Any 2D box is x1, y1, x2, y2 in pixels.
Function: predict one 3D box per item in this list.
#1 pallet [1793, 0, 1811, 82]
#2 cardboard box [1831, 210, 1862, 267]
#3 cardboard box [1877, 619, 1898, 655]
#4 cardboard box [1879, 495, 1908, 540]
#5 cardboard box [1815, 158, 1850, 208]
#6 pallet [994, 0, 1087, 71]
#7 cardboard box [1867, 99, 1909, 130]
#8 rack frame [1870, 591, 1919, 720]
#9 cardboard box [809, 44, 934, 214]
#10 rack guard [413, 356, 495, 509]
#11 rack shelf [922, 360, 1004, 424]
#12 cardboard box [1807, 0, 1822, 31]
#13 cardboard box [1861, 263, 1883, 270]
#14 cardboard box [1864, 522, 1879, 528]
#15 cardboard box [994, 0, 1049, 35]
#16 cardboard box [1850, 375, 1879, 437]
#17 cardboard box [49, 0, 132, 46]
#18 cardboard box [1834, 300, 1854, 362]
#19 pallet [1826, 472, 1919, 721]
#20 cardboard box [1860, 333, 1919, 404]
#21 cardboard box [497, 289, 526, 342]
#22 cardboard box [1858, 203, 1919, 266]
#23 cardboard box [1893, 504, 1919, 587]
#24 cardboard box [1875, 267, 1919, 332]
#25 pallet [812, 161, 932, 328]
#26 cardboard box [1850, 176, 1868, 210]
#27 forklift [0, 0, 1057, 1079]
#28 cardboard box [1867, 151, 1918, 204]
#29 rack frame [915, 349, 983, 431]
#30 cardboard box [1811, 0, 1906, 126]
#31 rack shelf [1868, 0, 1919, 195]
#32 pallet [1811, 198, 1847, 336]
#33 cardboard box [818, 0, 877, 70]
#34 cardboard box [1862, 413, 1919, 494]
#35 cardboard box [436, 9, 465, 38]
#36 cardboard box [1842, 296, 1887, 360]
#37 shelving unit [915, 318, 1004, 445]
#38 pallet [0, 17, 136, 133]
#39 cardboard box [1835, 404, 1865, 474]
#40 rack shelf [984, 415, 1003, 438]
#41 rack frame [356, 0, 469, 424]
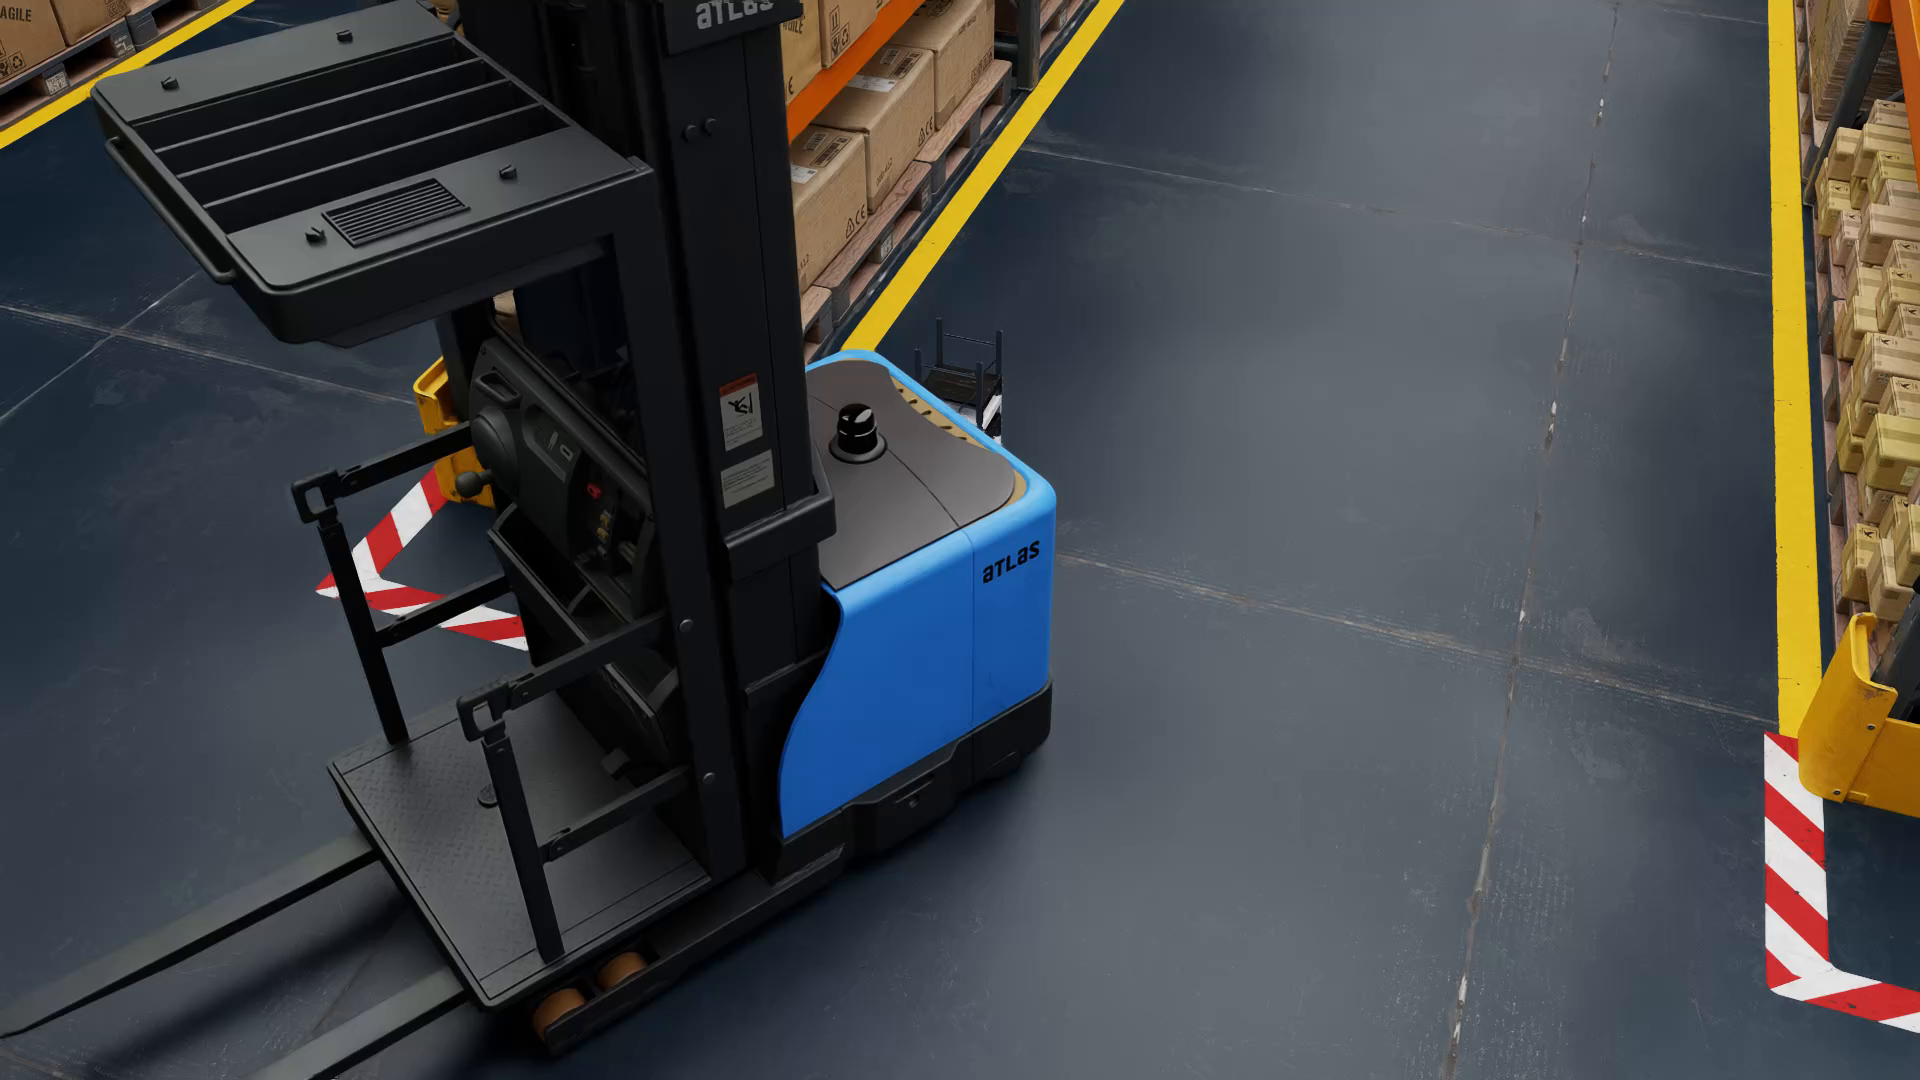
[{"bbox_3d":[5.310,-2.865,9.446,1.003,0.211,1.213,13,42,15],"label":"pallet"},{"bbox_3d":[4.076,-1.303,7.339,0.380,0.149,0.250,13,42,15],"label":"cardboard box"},{"bbox_3d":[3.246,0.293,5.469,0.380,0.149,0.250,14,42,16],"label":"cardboard box"},{"bbox_3d":[3.314,0.014,5.566,0.380,0.149,0.250,12,42,14],"label":"cardboard box"},{"bbox_3d":[4.204,-1.629,7.721,0.380,0.149,0.250,12,42,13],"label":"cardboard box"},{"bbox_3d":[0.137,-3.168,9.800,1.003,0.211,1.213,13,42,15],"label":"pallet"},{"bbox_3d":[4.317,-1.842,7.512,0.380,0.149,0.250,15,43,17],"label":"cardboard box"},{"bbox_3d":[3.262,-0.265,4.249,1.000,3.000,0.127,13,42,15],"label":"rack frame"},{"bbox_3d":[-0.677,-2.021,7.958,0.875,0.438,0.875,12,42,14],"label":"cardboard box"},{"bbox_3d":[-1.432,-0.336,6.259,1.175,0.500,0.348,13,42,15],"label":"rack guard"},{"bbox_3d":[-0.003,-0.517,5.799,0.258,0.077,0.200,13,42,15],"label":"rack shelf"},{"bbox_3d":[5.002,-3.045,9.110,0.500,0.500,0.500,12,42,14],"label":"cardboard box"},{"bbox_3d":[3.942,-1.085,6.855,0.380,0.149,0.250,15,43,17],"label":"cardboard box"},{"bbox_3d":[3.410,-0.028,5.845,0.380,0.149,0.250,13,42,15],"label":"cardboard box"},{"bbox_3d":[0.081,-3.489,9.341,0.875,0.875,0.875,15,43,16],"label":"cardboard box"},{"bbox_3d":[3.515,-0.474,6.139,0.380,0.149,0.250,14,42,16],"label":"cardboard box"},{"bbox_3d":[-5.108,-3.108,9.184,0.700,0.500,0.500,12,42,13],"label":"cardboard box"},{"bbox_3d":[3.798,-0.828,6.783,0.380,0.149,0.250,12,42,14],"label":"cardboard box"},{"bbox_3d":[3.599,0.262,5.780,1.003,0.211,1.213,13,42,15],"label":"pallet"},{"bbox_3d":[3.502,-0.592,6.047,0.380,0.149,0.250,15,43,17],"label":"cardboard box"},{"bbox_3d":[-1.292,-0.911,6.658,0.875,0.438,0.875,12,42,14],"label":"cardboard box"},{"bbox_3d":[3.896,-1.220,6.784,0.380,0.149,0.250,14,42,16],"label":"cardboard box"},{"bbox_3d":[3.205,0.055,5.289,0.380,0.149,0.250,14,42,16],"label":"cardboard box"},{"bbox_3d":[3.759,-0.894,6.402,0.380,0.149,0.250,13,42,15],"label":"cardboard box"},{"bbox_3d":[-0.805,-1.487,7.831,1.003,0.211,1.213,13,42,15],"label":"pallet"},{"bbox_3d":[4.203,-1.568,7.421,0.380,0.149,0.250,14,42,15],"label":"cardboard box"},{"bbox_3d":[-1.177,-0.101,4.110,3.031,2.935,1.130,-27,47,-28],"label":"forklift"},{"bbox_3d":[4.127,-1.522,7.137,0.380,0.149,0.250,13,42,14],"label":"cardboard box"},{"bbox_3d":[-0.038,-0.275,5.879,0.240,0.900,0.006,13,42,15],"label":"rack frame"},{"bbox_3d":[4.646,-2.420,8.378,0.500,0.500,0.500,13,42,14],"label":"cardboard box"},{"bbox_3d":[3.946,-1.211,5.912,1.077,0.370,4.000,13,42,15],"label":"rack shelf"},{"bbox_3d":[4.434,-1.226,7.524,1.003,0.211,1.213,13,42,15],"label":"pallet"},{"bbox_3d":[-0.652,-2.190,6.428,0.500,0.500,0.500,13,42,15],"label":"cardboard box"},{"bbox_3d":[3.314,-0.272,5.672,0.380,0.149,0.250,12,42,14],"label":"cardboard box"},{"bbox_3d":[-1.508,-1.693,5.846,0.500,0.500,0.500,14,42,15],"label":"cardboard box"},{"bbox_3d":[3.689,-0.801,6.521,0.380,0.149,0.250,14,42,16],"label":"cardboard box"},{"bbox_3d":[-0.003,-0.337,5.952,0.258,0.900,0.210,13,42,15],"label":"shelving unit"},{"bbox_3d":[-5.373,-2.614,9.152,1.003,0.211,1.213,13,42,15],"label":"pallet"},{"bbox_3d":[3.511,-0.351,6.224,0.380,0.149,0.250,12,42,13],"label":"cardboard box"},{"bbox_3d":[-0.003,-0.381,5.915,0.258,0.077,0.200,13,42,15],"label":"rack shelf"},{"bbox_3d":[-1.424,-1.302,5.464,1.000,3.000,0.127,13,42,15],"label":"rack frame"}]
